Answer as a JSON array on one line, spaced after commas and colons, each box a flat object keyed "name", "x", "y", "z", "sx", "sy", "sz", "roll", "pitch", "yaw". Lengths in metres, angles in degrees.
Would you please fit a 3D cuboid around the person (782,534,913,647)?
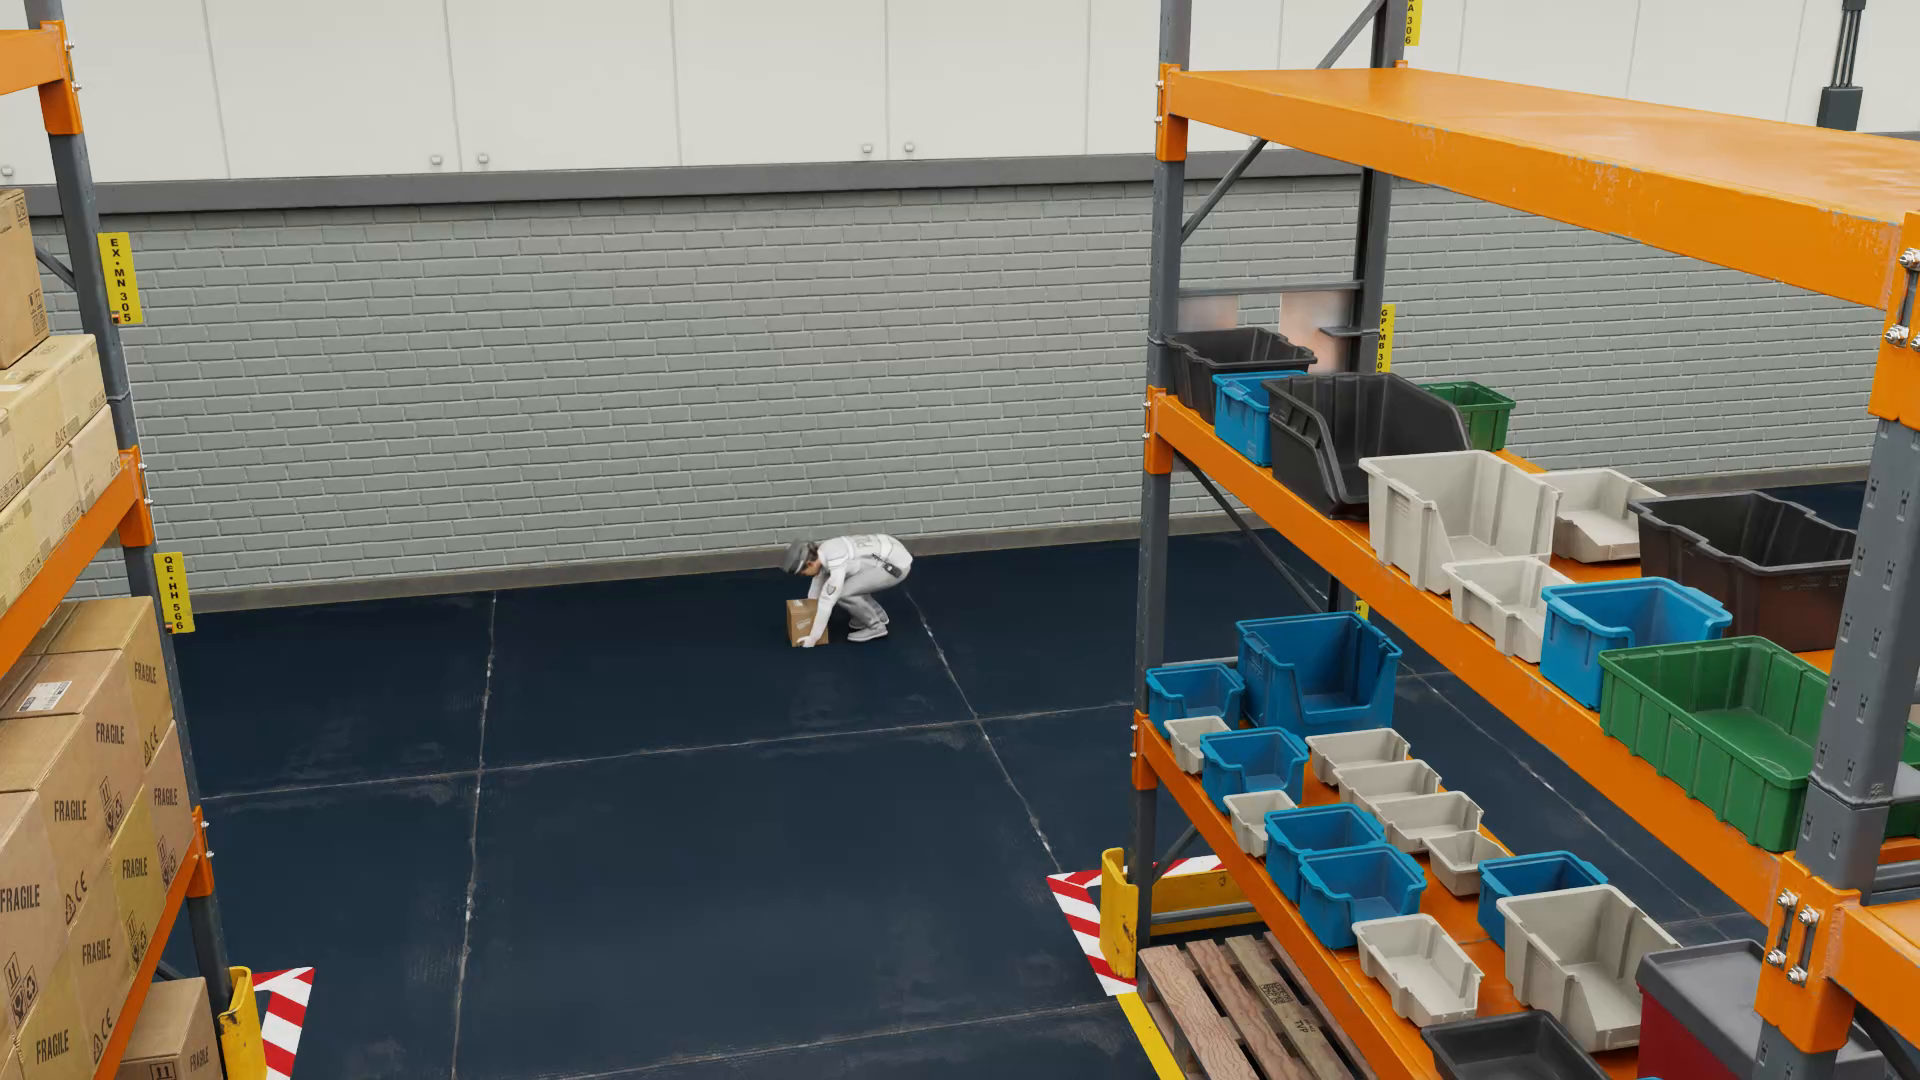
[{"name": "person", "x": -0.783, "y": 0.319, "z": 11.553, "sx": 0.913, "sy": 0.769, "sz": 0.452, "roll": -5, "pitch": 20, "yaw": -14}]
